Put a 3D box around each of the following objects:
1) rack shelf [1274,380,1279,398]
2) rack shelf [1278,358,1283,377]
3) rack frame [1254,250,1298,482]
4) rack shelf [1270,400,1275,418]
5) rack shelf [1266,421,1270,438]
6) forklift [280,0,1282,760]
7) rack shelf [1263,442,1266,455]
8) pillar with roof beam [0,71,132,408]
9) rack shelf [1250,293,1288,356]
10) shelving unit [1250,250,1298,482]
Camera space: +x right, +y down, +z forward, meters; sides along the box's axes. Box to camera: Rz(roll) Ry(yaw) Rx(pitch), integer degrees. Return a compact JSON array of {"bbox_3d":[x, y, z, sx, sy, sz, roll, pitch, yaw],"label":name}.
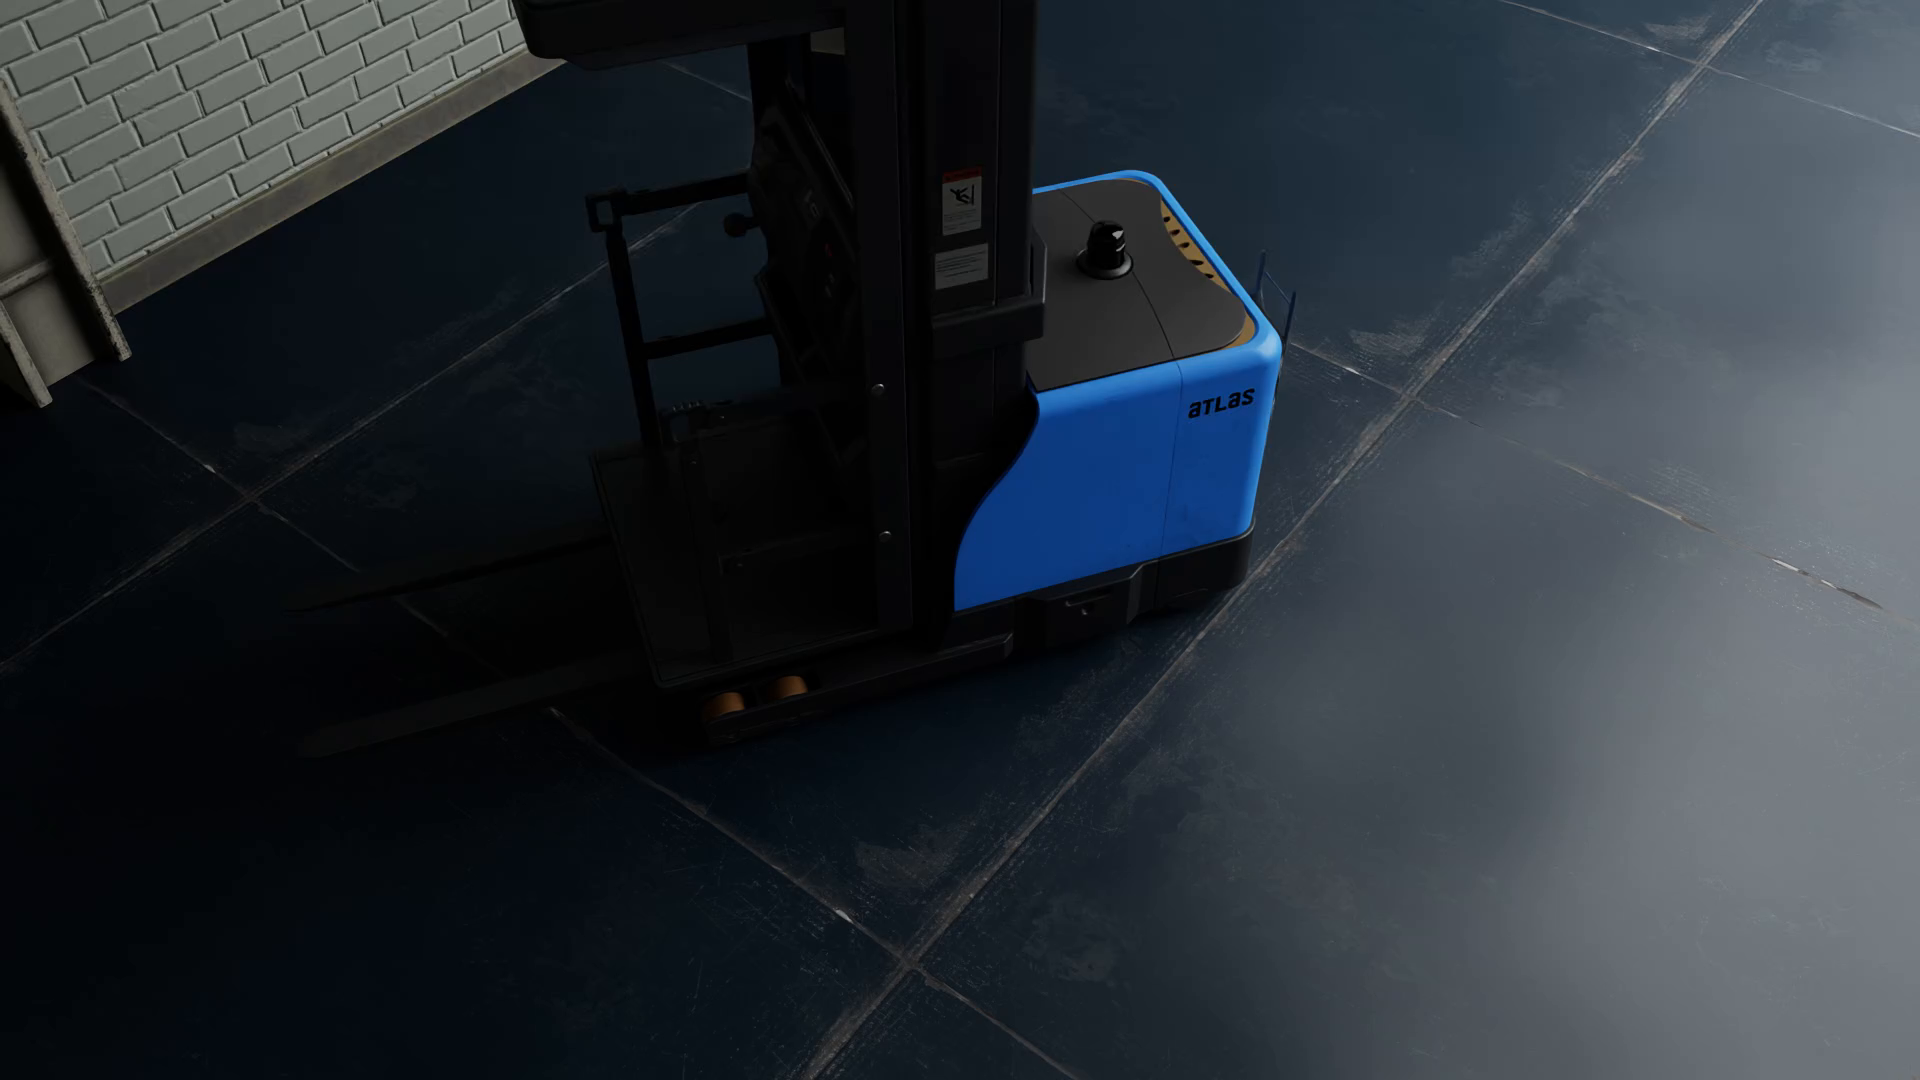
[{"bbox_3d":[0.920,-0.563,5.584,0.200,0.077,0.258,-13,48,-14],"label":"rack shelf"},{"bbox_3d":[0.922,-0.626,5.519,0.200,0.077,0.258,-13,48,-14],"label":"rack shelf"},{"bbox_3d":[1.015,-0.546,5.650,0.006,0.900,0.240,-13,48,-14],"label":"rack frame"},{"bbox_3d":[0.918,-0.501,5.649,0.200,0.077,0.258,-13,48,-14],"label":"rack shelf"},{"bbox_3d":[0.916,-0.438,5.713,0.200,0.077,0.258,-13,48,-14],"label":"rack shelf"},{"bbox_3d":[-0.615,-0.816,4.502,3.031,2.935,1.130,-14,48,-13],"label":"forklift"},{"bbox_3d":[0.914,-0.375,5.778,0.200,0.077,0.258,-13,48,-14],"label":"rack shelf"},{"bbox_3d":[-0.037,-1.877,1.320,9.100,9.000,0.400,29,53,25],"label":"pillar with roof beam"},{"bbox_3d":[0.924,-0.689,5.455,0.200,0.077,0.258,-13,48,-14],"label":"rack shelf"},{"bbox_3d":[0.919,-0.524,5.625,0.210,0.900,0.258,-13,48,-14],"label":"shelving unit"}]
